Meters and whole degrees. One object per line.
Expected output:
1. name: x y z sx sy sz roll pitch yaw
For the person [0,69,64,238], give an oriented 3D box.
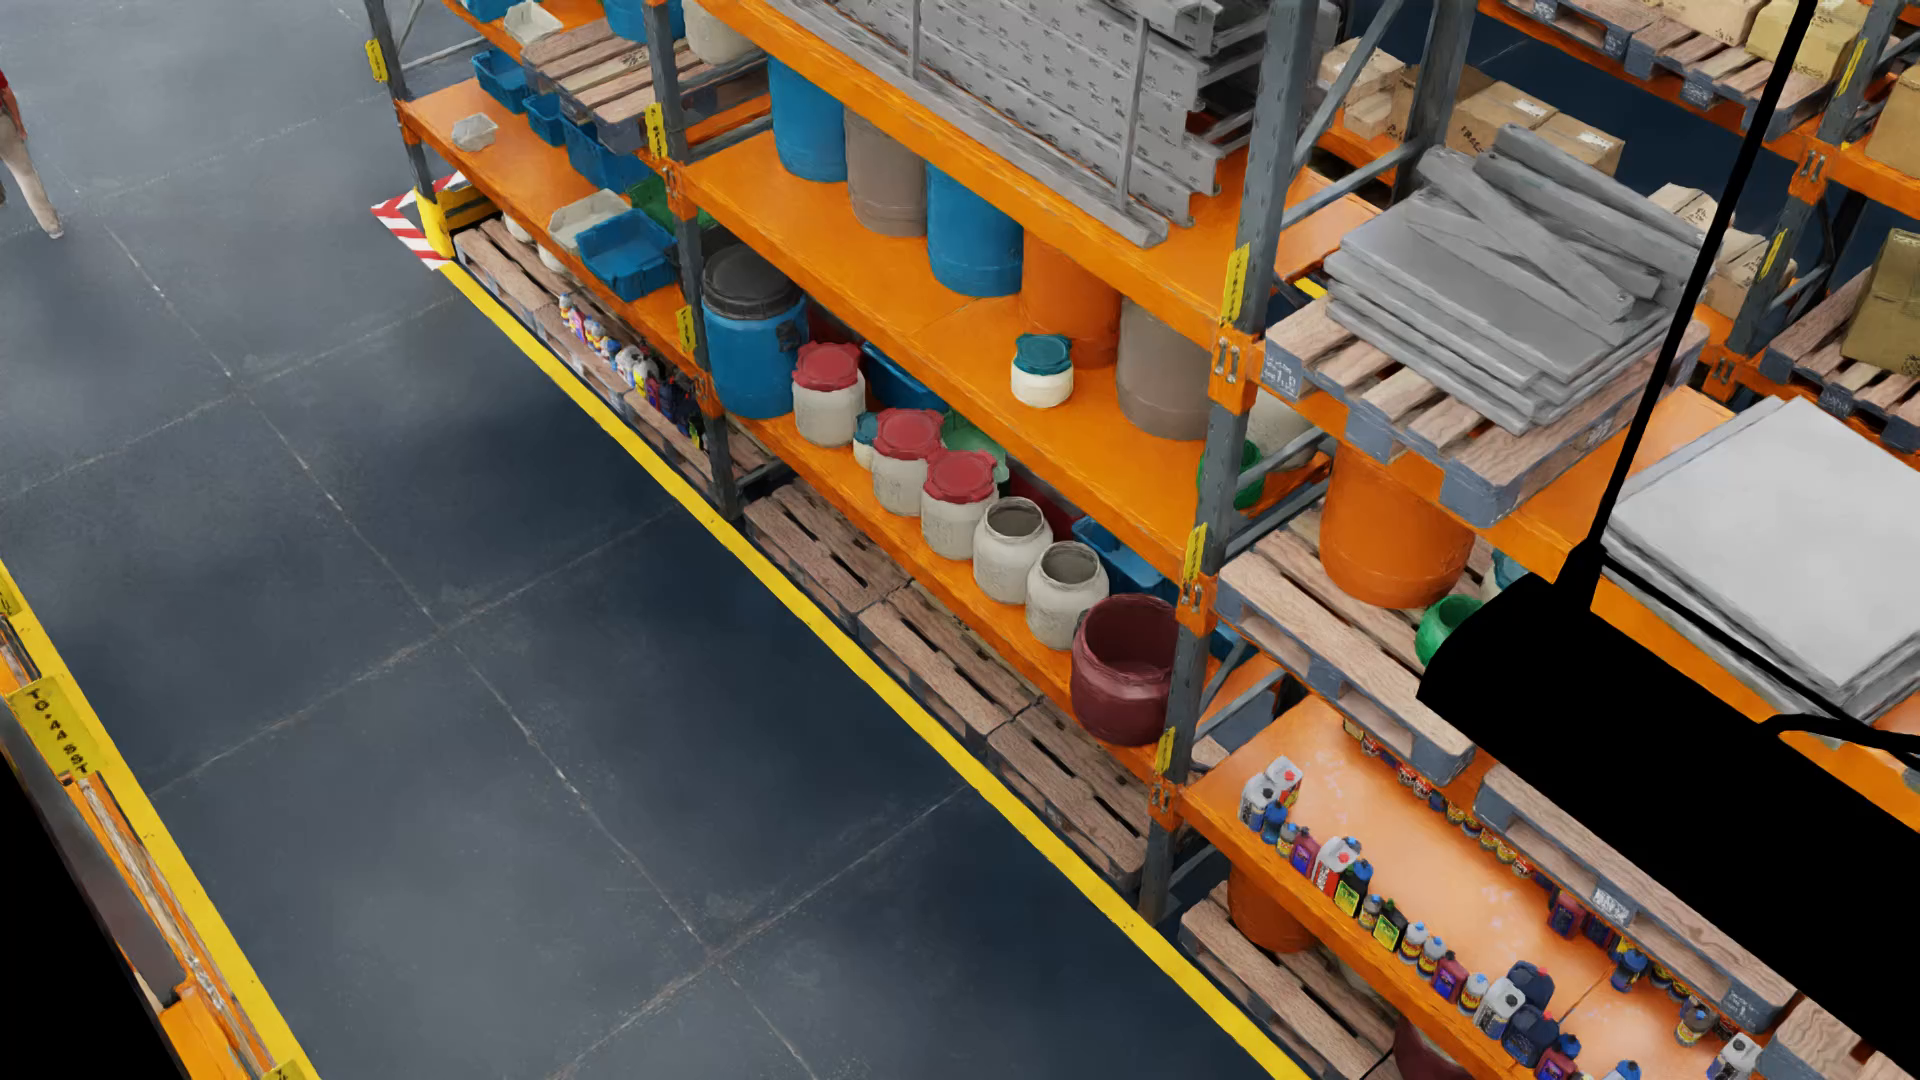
1. person: -7.534 -3.211 12.873 0.542 1.645 1.126 -30 53 -25
